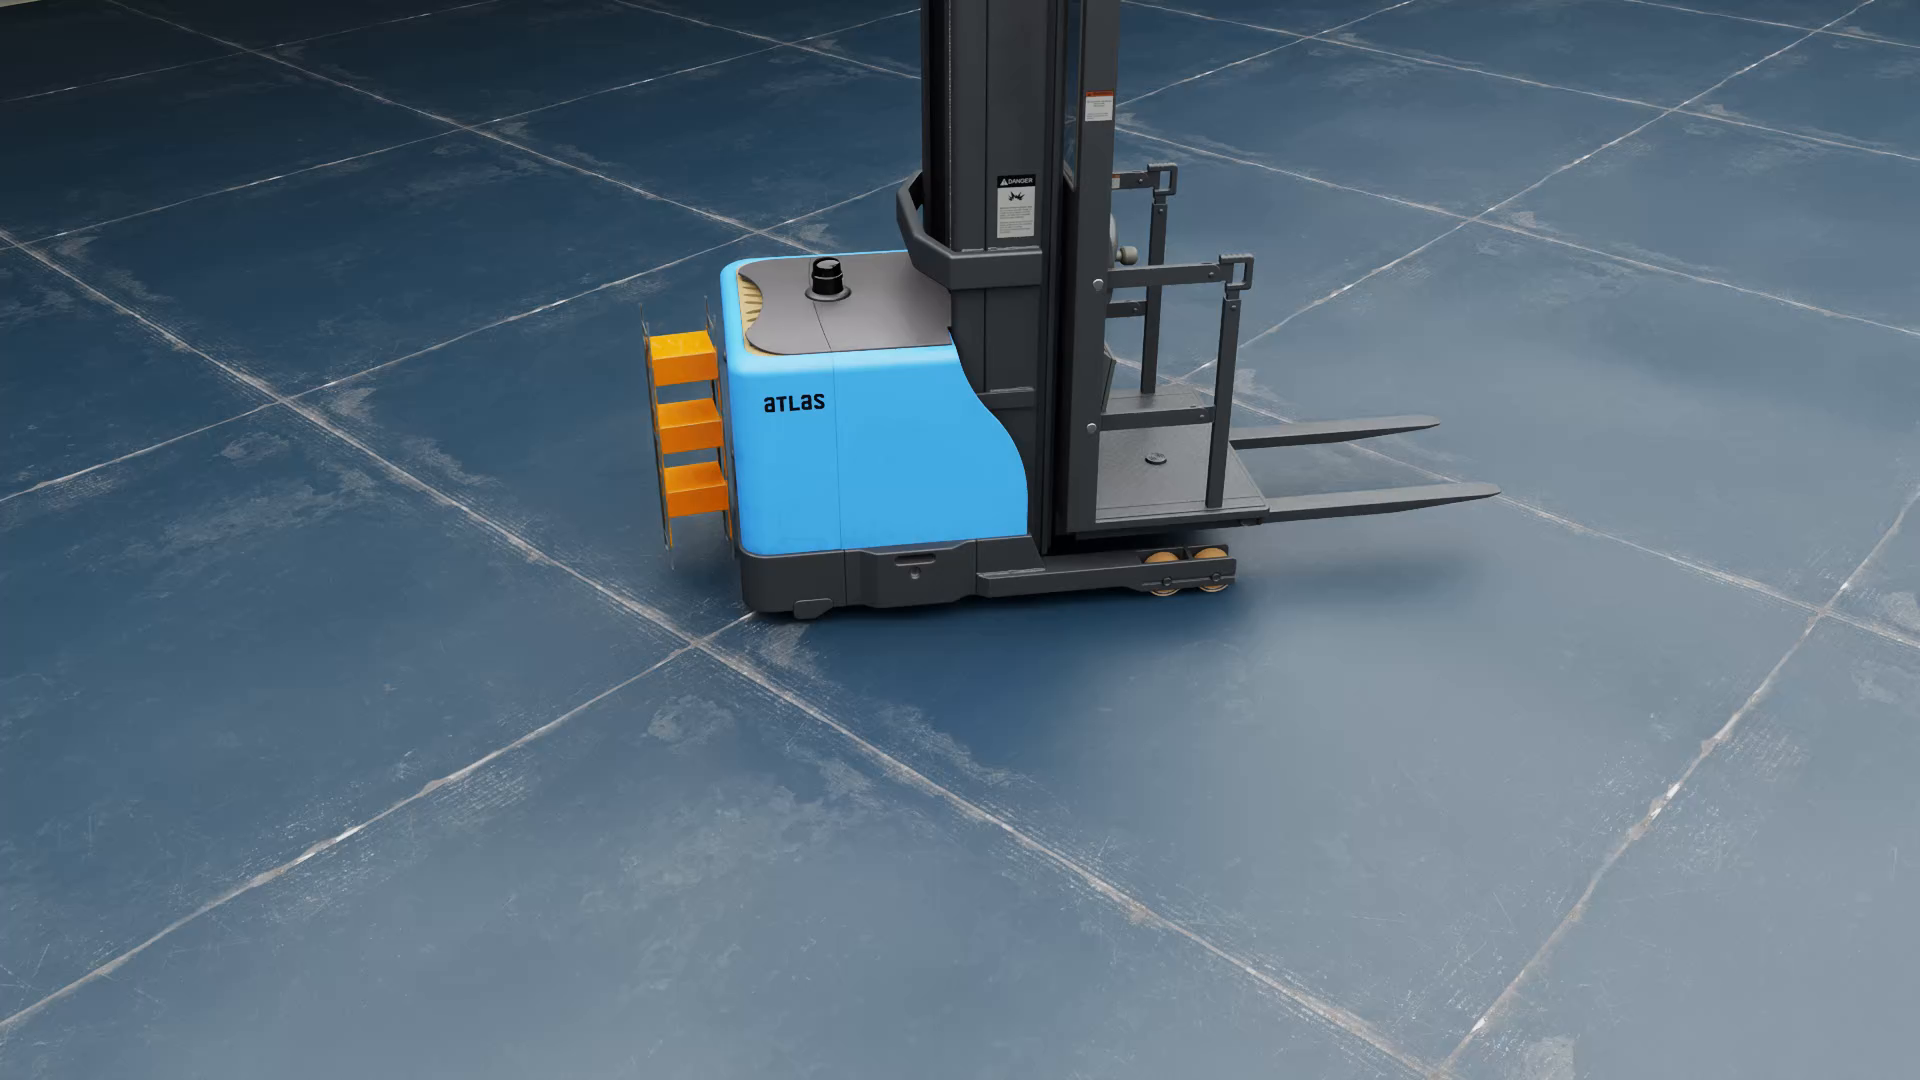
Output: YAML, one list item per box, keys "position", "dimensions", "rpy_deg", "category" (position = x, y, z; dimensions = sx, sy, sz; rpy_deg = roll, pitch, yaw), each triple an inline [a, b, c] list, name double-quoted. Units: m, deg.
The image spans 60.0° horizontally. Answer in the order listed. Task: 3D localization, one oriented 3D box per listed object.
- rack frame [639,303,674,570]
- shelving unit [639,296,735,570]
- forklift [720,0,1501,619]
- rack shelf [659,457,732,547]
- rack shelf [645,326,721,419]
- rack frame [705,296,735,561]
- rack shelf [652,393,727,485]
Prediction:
- position: [-1.159, -0.380, 6.364]
  dimensions: [0.008, 1.050, 0.200]
  rpy_deg: [-9, 32, -14]
  category: "rack frame"
- position: [-1.043, -0.399, 6.394]
  dimensions: [0.252, 1.050, 0.215]
  rpy_deg: [-9, 32, -14]
  category: "shelving unit"
- position: [0.617, -1.306, 6.077]
  dimensions: [3.031, 2.935, 1.130]
  rpy_deg: [-5, 31, -8]
  category: "forklift"
- position: [-1.043, -0.151, 6.543]
  dimensions: [0.240, 0.259, 0.215]
  rpy_deg: [-9, 32, -14]
  category: "rack shelf"
- position: [-1.043, -0.633, 6.253]
  dimensions: [0.240, 0.259, 0.215]
  rpy_deg: [-9, 32, -14]
  category: "rack shelf"
- position: [-0.926, -0.417, 6.424]
  dimensions: [0.008, 1.050, 0.200]
  rpy_deg: [-9, 32, -14]
  category: "rack frame"
- position: [-1.043, -0.390, 6.400]
  dimensions: [0.240, 0.259, 0.215]
  rpy_deg: [-9, 32, -14]
  category: "rack shelf"
